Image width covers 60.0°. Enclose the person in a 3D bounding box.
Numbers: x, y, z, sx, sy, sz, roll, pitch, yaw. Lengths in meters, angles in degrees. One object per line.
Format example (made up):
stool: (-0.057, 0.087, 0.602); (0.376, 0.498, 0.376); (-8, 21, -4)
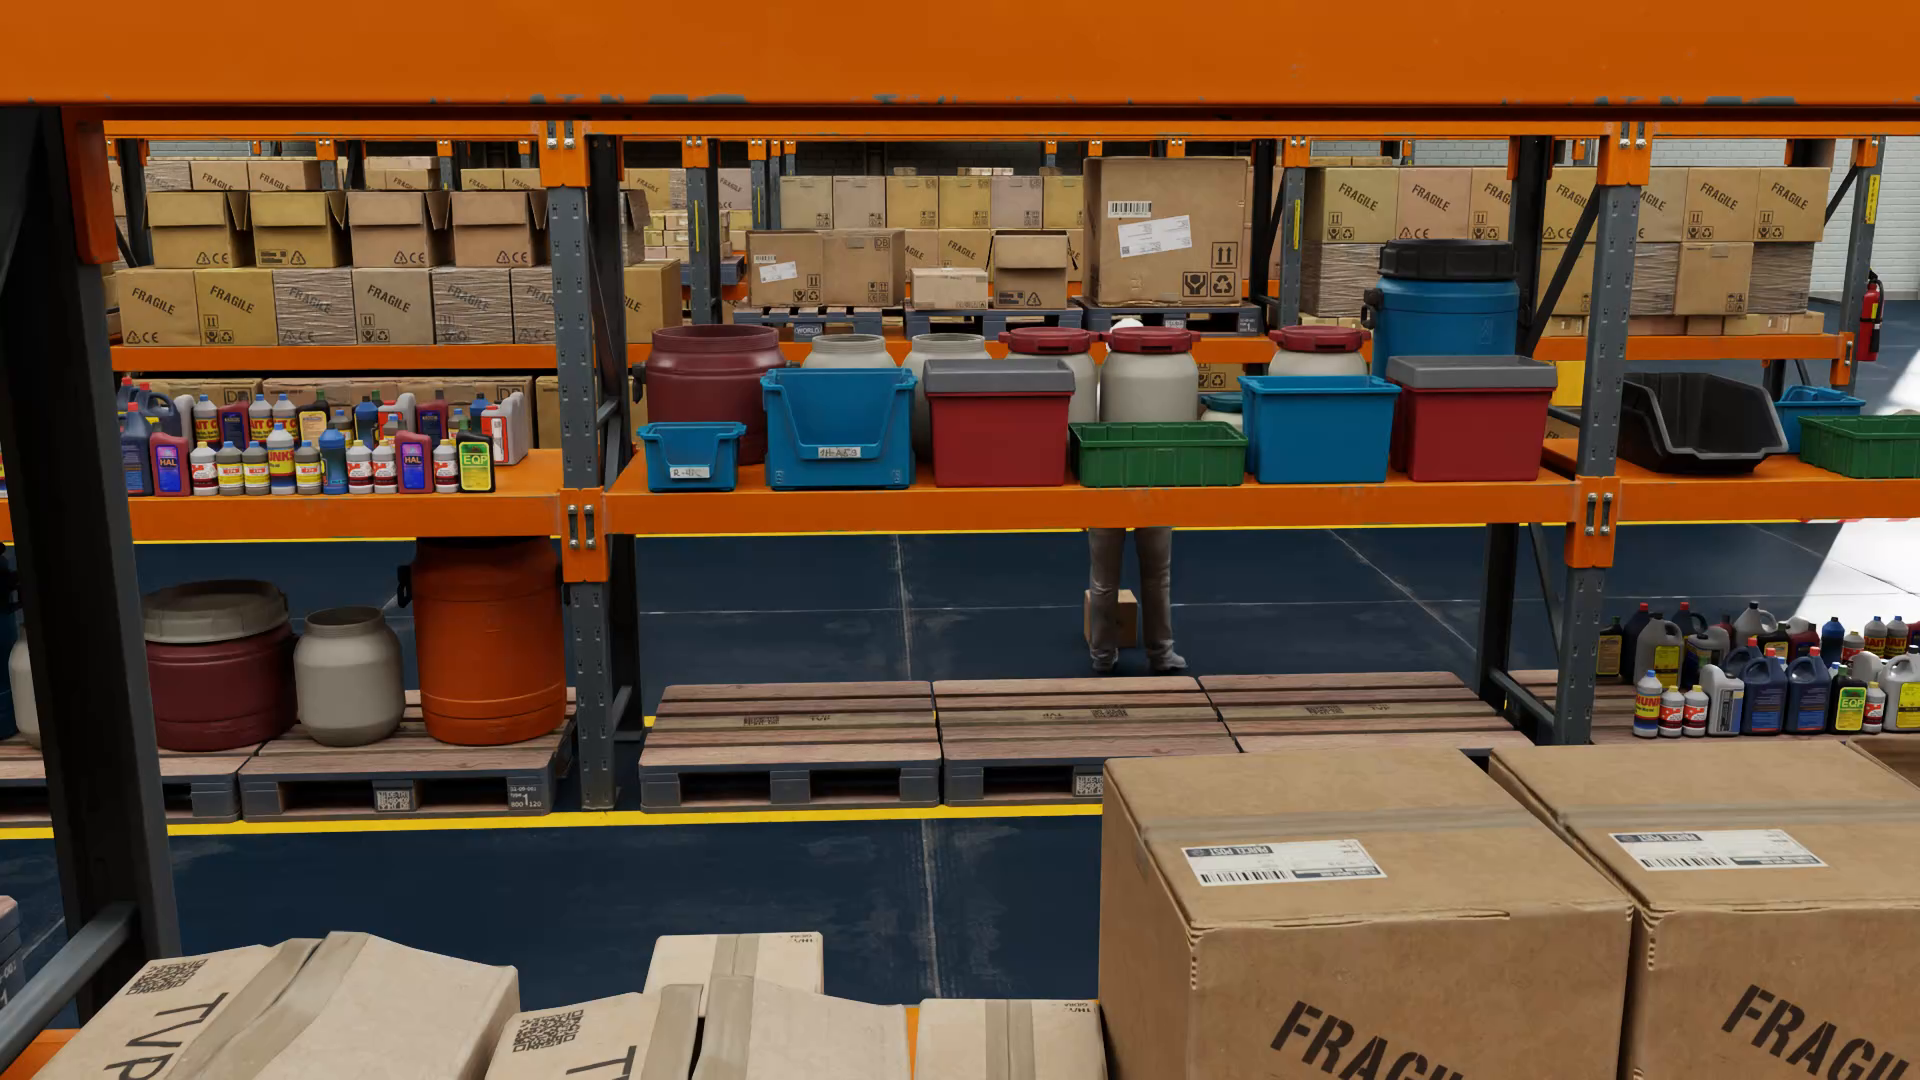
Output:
person: (0.861, -0.201, 8.283); (0.587, 1.805, 0.354); (1, 13, 5)
